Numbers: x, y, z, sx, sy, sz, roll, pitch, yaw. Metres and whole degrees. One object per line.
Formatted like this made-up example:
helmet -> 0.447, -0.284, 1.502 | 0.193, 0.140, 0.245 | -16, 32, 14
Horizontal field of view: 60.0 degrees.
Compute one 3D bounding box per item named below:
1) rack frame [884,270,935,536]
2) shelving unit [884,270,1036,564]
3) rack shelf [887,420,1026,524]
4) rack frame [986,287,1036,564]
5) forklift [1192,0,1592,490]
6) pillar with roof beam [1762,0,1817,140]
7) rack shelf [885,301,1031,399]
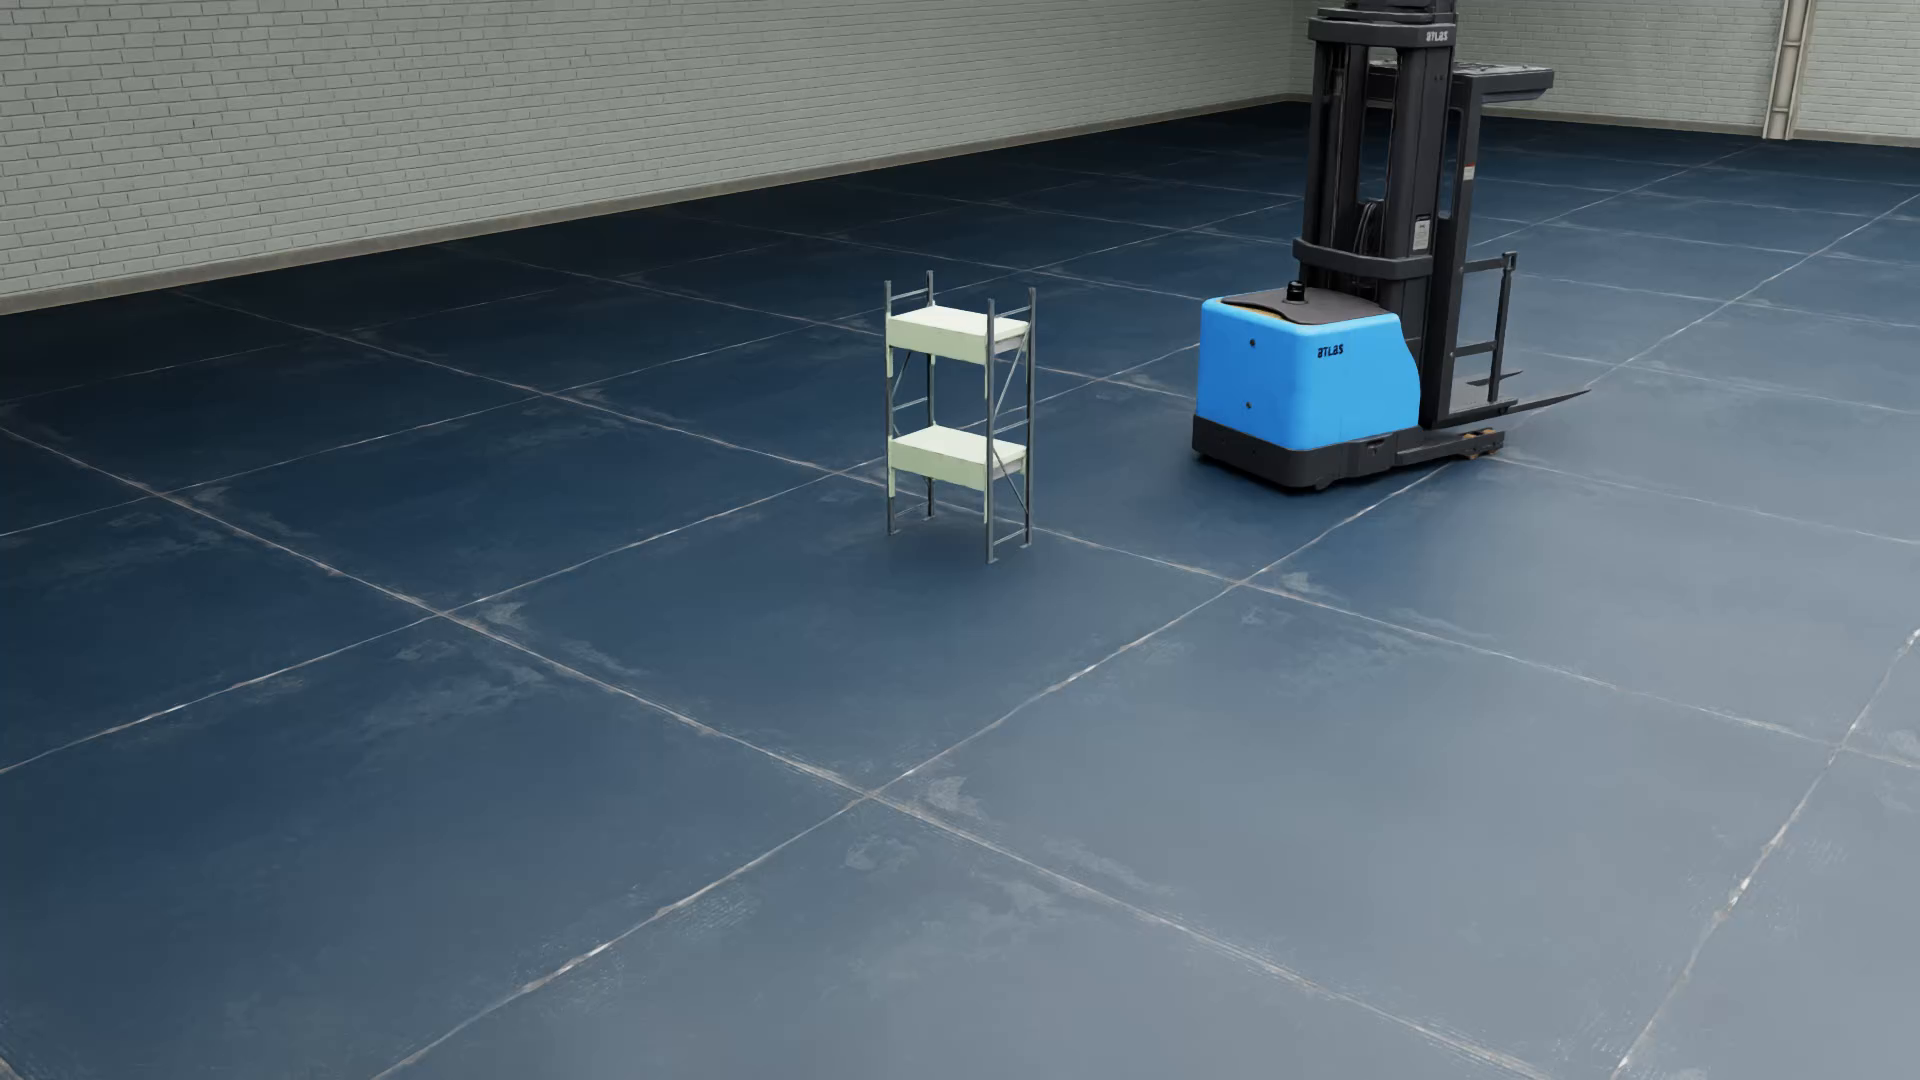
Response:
rack frame -> -0.289, -0.785, 9.624 | 0.023, 1.500, 0.400 | 16, 26, 36
shelving unit -> -0.005, -0.703, 9.407 | 0.755, 1.500, 0.431 | 16, 26, 36
rack shelf -> -0.005, -0.398, 9.523 | 0.720, 0.370, 0.431 | 16, 26, 36
rack frame -> 0.278, -0.622, 9.191 | 0.023, 1.500, 0.400 | 16, 26, 36
forklift -> 3.066, -2.057, 10.970 | 3.031, 2.935, 1.130 | -13, 24, -30
pillar with roof beam -> 10.501, -9.532, 22.191 | 0.400, 9.000, 9.100 | 16, 26, 36
rack shelf -> -0.005, -1.068, 9.270 | 0.720, 0.370, 0.431 | 16, 26, 36
